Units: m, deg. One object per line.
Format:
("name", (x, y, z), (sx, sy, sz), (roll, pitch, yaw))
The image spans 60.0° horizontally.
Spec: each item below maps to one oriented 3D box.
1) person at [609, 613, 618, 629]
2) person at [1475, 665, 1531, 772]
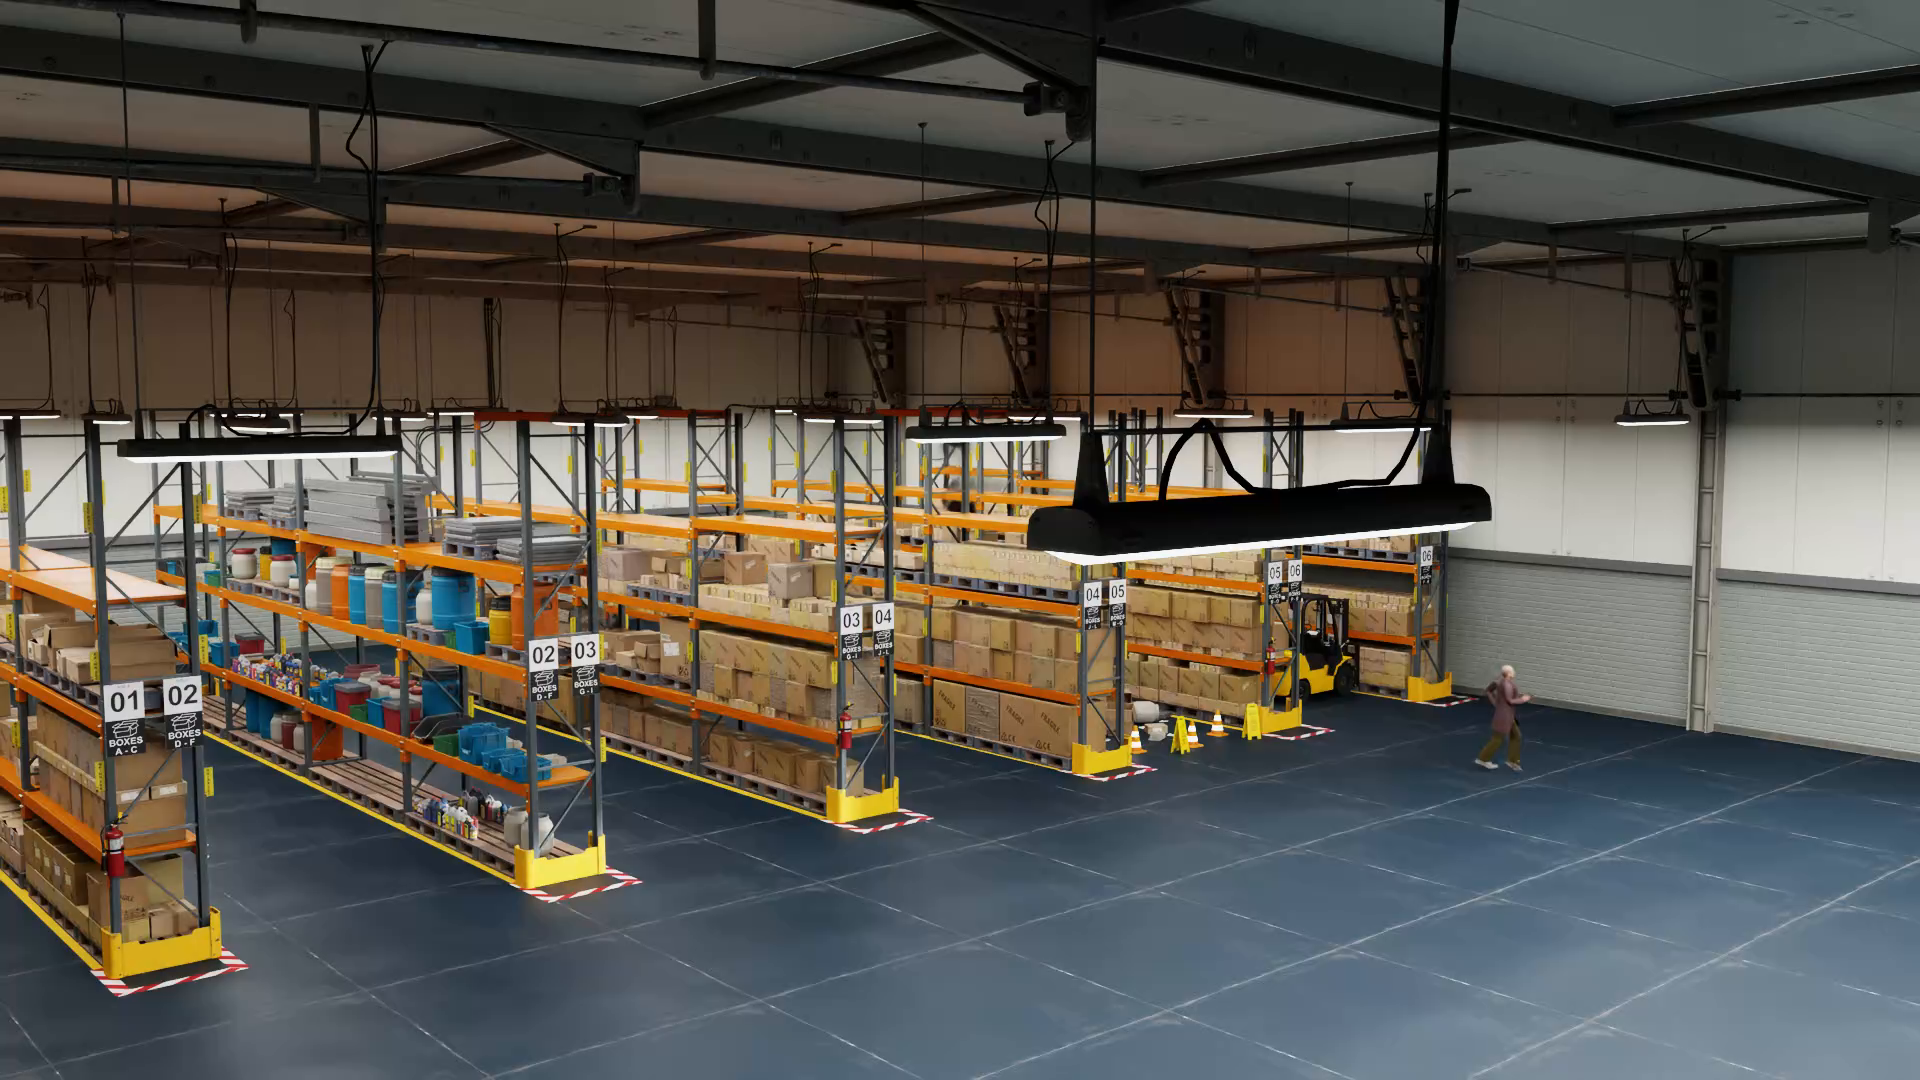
("person", (-8.504, 1.940, 40.980), (0.537, 1.578, 0.603), (-3, 6, -34))
("person", (9.076, 3.017, 27.802), (0.861, 1.855, 0.669), (1, 5, 11))
